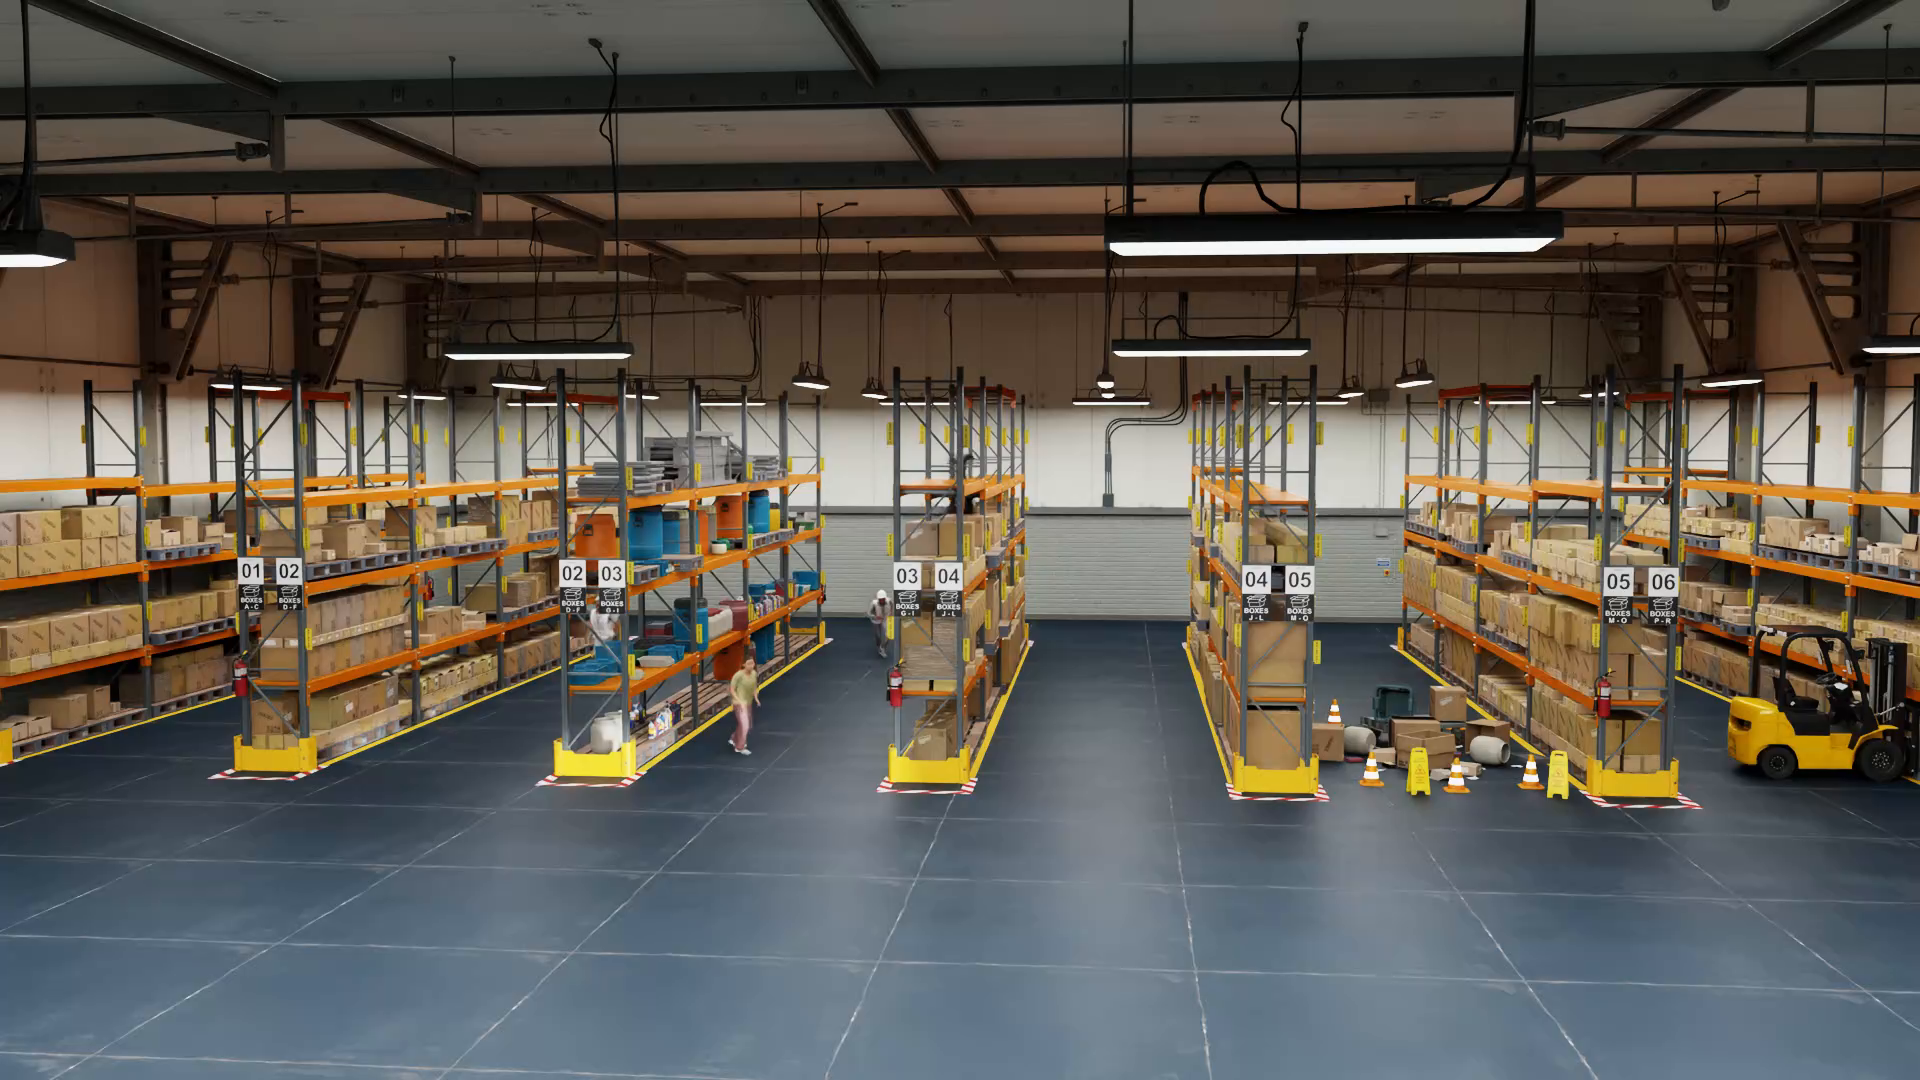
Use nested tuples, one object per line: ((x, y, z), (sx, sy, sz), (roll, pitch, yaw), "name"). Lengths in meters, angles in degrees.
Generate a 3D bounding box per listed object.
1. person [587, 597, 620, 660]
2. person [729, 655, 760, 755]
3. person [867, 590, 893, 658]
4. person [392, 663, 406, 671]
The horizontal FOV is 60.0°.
((-7.247, 2.025, 33.901), (0.686, 1.787, 0.768), (1, 4, 13), "person")
((-3.465, 2.584, 26.212), (0.738, 1.604, 0.573), (3, 5, 40), "person")
((-1.842, 1.883, 38.017), (0.654, 1.568, 1.184), (-1, 4, -15), "person")
((-11.082, 2.153, 32.902), (0.605, 1.641, 0.717), (0, 4, -1), "person")
